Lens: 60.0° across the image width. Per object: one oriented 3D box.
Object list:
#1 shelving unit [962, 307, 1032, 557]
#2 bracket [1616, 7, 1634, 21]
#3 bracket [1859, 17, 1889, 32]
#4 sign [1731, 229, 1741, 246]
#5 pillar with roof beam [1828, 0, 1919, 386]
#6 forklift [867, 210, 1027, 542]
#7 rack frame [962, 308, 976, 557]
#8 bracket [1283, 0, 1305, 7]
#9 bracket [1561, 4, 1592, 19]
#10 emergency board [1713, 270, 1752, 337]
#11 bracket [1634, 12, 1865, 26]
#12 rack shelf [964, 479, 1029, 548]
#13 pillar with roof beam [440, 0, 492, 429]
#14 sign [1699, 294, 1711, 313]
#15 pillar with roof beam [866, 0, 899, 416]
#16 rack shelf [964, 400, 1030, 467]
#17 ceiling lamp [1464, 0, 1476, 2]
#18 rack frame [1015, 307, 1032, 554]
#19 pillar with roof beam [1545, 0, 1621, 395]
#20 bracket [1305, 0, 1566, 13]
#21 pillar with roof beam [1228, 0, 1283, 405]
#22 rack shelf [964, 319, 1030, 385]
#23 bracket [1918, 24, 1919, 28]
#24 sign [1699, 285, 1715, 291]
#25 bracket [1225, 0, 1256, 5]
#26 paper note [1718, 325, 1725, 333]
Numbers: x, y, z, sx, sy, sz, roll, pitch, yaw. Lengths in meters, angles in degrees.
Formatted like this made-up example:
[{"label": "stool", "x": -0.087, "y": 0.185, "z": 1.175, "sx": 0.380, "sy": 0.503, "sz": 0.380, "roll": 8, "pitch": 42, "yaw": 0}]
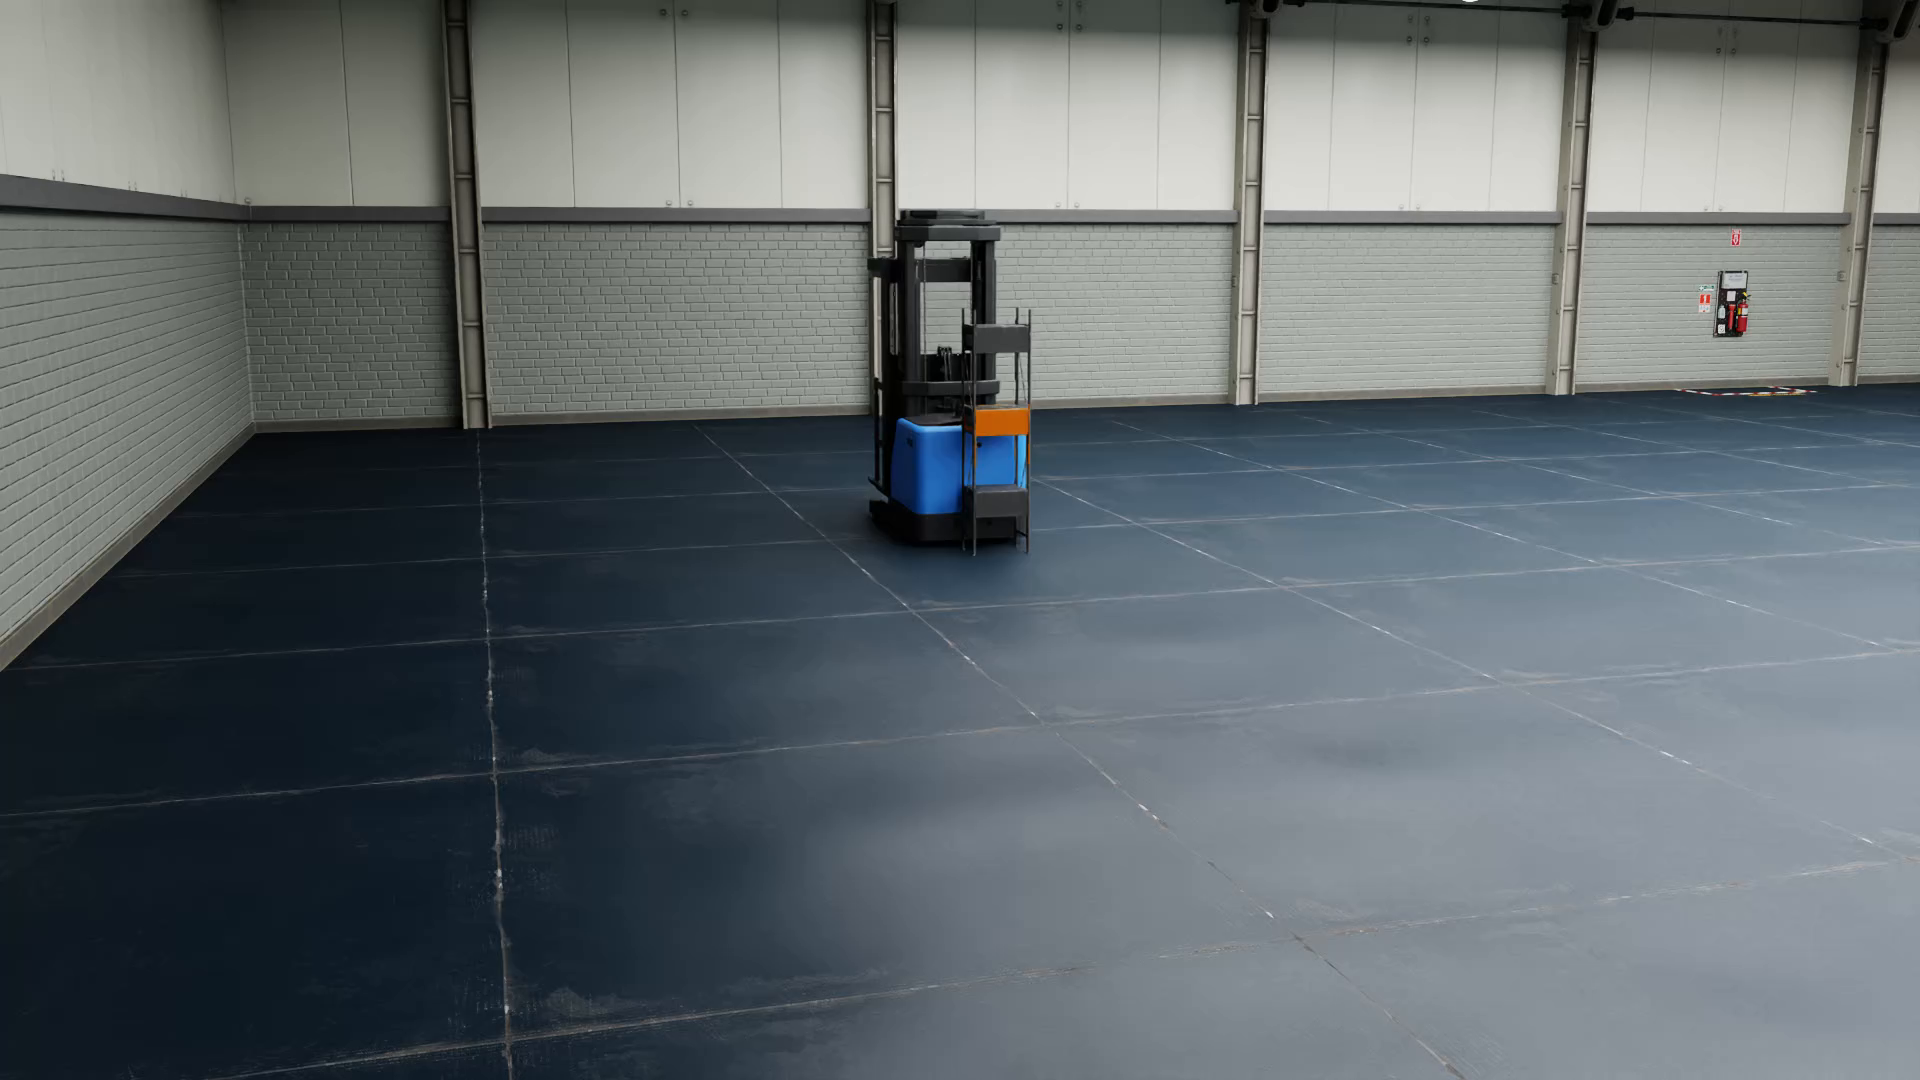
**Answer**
[{"label": "shelving unit", "x": 0.309, "y": -0.933, "z": 14.317, "sx": 0.503, "sy": 2.100, "sz": 0.431, "roll": -3, "pitch": 11, "yaw": -15}, {"label": "bracket", "x": 10.869, "y": -8.682, "z": 27.408, "sx": 0.430, "sy": 0.232, "sz": 0.235, "roll": -3, "pitch": 11, "yaw": -16}, {"label": "bracket", "x": 15.833, "y": -8.943, "z": 28.829, "sx": 0.430, "sy": 0.232, "sz": 0.235, "roll": -3, "pitch": 11, "yaw": -16}, {"label": "sign", "x": 13.714, "y": -5.344, "z": 29.386, "sx": 0.199, "sy": 0.298, "sz": 0.001, "roll": -3, "pitch": 11, "yaw": -16}, {"label": "pillar with roof beam", "x": 17.336, "y": -6.507, "z": 25.539, "sx": 0.548, "sy": 9.000, "sz": 9.100, "roll": -3, "pitch": 11, "yaw": -16}, {"label": "forklift", "x": -0.260, "y": -1.644, "z": 15.880, "sx": 1.130, "sy": 2.935, "sz": 3.031, "roll": -3, "pitch": 11, "yaw": -14}, {"label": "rack frame", "x": 0.073, "y": -0.922, "z": 14.255, "sx": 0.015, "sy": 2.100, "sz": 0.400, "roll": -3, "pitch": 11, "yaw": -15}, {"label": "bracket", "x": 5.108, "y": -8.378, "z": 25.759, "sx": 0.430, "sy": 0.232, "sz": 0.235, "roll": -3, "pitch": 11, "yaw": -16}, {"label": "bracket", "x": 10.072, "y": -8.640, "z": 27.180, "sx": 0.430, "sy": 0.232, "sz": 0.235, "roll": -3, "pitch": 11, "yaw": -16}, {"label": "emergency board", "x": 13.749, "y": -4.187, "z": 29.504, "sx": 0.643, "sy": 1.169, "sz": 0.194, "roll": -3, "pitch": 11, "yaw": -16}, {"label": "bracket", "x": 13.343, "y": -8.812, "z": 28.116, "sx": 4.783, "sy": 0.066, "sz": 0.076, "roll": -3, "pitch": 11, "yaw": -16}, {"label": "rack shelf", "x": 0.309, "y": -0.232, "z": 14.447, "sx": 0.480, "sy": 0.518, "sz": 0.431, "roll": -3, "pitch": 11, "yaw": -15}, {"label": "pillar with roof beam", "x": -5.708, "y": -5.293, "z": 18.942, "sx": 0.400, "sy": 9.000, "sz": 9.100, "roll": -3, "pitch": 11, "yaw": -16}, {"label": "sign", "x": 13.189, "y": -4.194, "z": 29.446, "sx": 0.234, "sy": 0.329, "sz": 0.001, "roll": -3, "pitch": 11, "yaw": -16}, {"label": "pillar with roof beam", "x": 0.053, "y": -5.596, "z": 20.591, "sx": 0.548, "sy": 9.000, "sz": 9.100, "roll": -3, "pitch": 11, "yaw": -16}, {"label": "rack shelf", "x": 0.309, "y": -0.920, "z": 14.320, "sx": 0.480, "sy": 0.518, "sz": 0.431, "roll": -3, "pitch": 11, "yaw": -15}, {"label": "ceiling lamp", "x": 7.175, "y": -7.173, "z": 21.715, "sx": 0.237, "sy": 0.041, "sz": 1.941, "roll": -3, "pitch": 11, "yaw": -16}, {"label": "rack frame", "x": 0.544, "y": -0.945, "z": 14.380, "sx": 0.015, "sy": 2.100, "sz": 0.400, "roll": -3, "pitch": 11, "yaw": -15}, {"label": "pillar with roof beam", "x": 11.575, "y": -6.204, "z": 23.890, "sx": 0.548, "sy": 9.000, "sz": 9.100, "roll": -3, "pitch": 11, "yaw": -16}, {"label": "bracket", "x": 7.582, "y": -8.508, "z": 26.467, "sx": 4.783, "sy": 0.066, "sz": 0.076, "roll": -3, "pitch": 11, "yaw": -16}, {"label": "pillar with roof beam", "x": 5.814, "y": -5.900, "z": 22.241, "sx": 0.548, "sy": 9.000, "sz": 9.100, "roll": -3, "pitch": 11, "yaw": -16}, {"label": "rack shelf", "x": 0.309, "y": -1.608, "z": 14.193, "sx": 0.480, "sy": 0.518, "sz": 0.431, "roll": -3, "pitch": 11, "yaw": -15}, {"label": "bracket", "x": 19.104, "y": -9.116, "z": 29.766, "sx": 4.783, "sy": 0.066, "sz": 0.076, "roll": -3, "pitch": 11, "yaw": -16}, {"label": "sign", "x": 13.196, "y": -4.454, "z": 29.391, "sx": 0.331, "sy": 0.109, "sz": 0.001, "roll": -3, "pitch": 11, "yaw": -16}, {"label": "bracket", "x": 4.311, "y": -8.336, "z": 25.530, "sx": 0.430, "sy": 0.232, "sz": 0.235, "roll": -3, "pitch": 11, "yaw": -16}, {"label": "paper note", "x": 13.560, "y": -3.757, "z": 29.600, "sx": 0.142, "sy": 0.148, "sz": 0.016, "roll": -3, "pitch": 11, "yaw": -16}]
